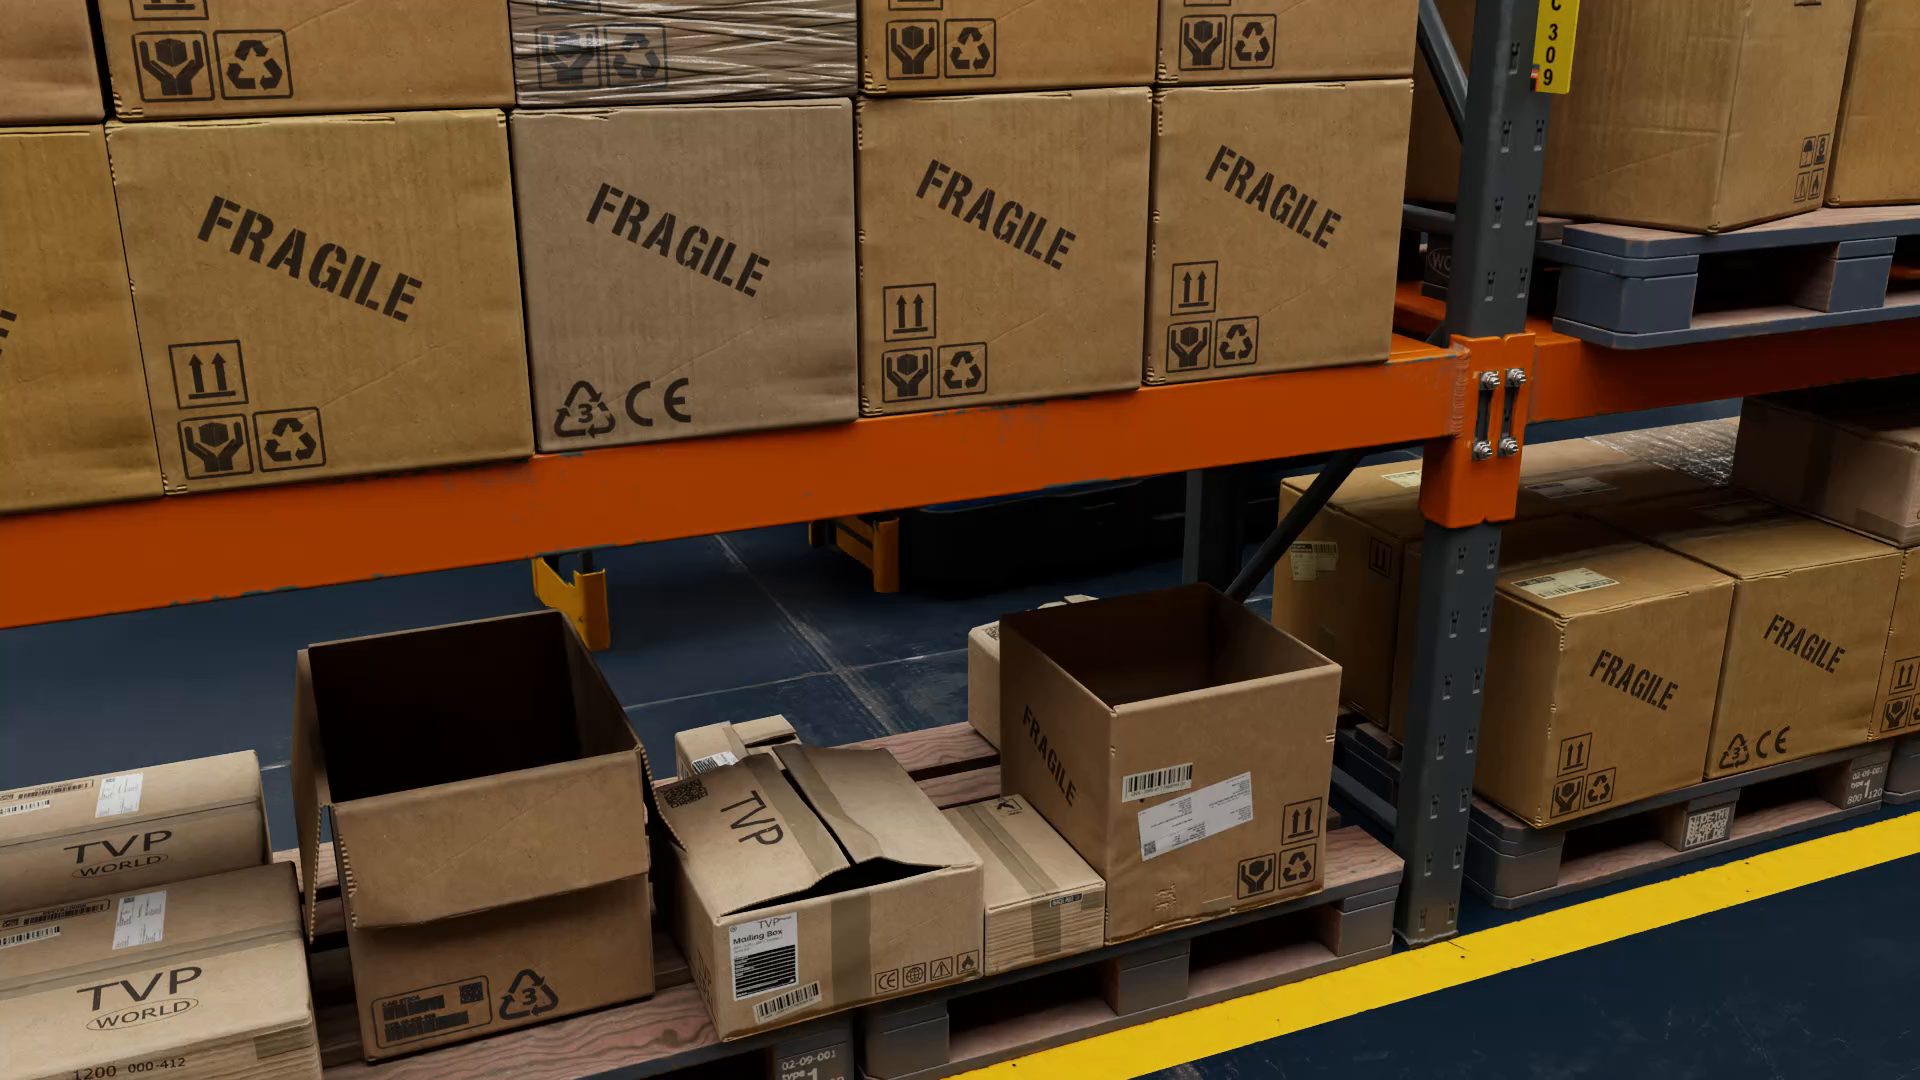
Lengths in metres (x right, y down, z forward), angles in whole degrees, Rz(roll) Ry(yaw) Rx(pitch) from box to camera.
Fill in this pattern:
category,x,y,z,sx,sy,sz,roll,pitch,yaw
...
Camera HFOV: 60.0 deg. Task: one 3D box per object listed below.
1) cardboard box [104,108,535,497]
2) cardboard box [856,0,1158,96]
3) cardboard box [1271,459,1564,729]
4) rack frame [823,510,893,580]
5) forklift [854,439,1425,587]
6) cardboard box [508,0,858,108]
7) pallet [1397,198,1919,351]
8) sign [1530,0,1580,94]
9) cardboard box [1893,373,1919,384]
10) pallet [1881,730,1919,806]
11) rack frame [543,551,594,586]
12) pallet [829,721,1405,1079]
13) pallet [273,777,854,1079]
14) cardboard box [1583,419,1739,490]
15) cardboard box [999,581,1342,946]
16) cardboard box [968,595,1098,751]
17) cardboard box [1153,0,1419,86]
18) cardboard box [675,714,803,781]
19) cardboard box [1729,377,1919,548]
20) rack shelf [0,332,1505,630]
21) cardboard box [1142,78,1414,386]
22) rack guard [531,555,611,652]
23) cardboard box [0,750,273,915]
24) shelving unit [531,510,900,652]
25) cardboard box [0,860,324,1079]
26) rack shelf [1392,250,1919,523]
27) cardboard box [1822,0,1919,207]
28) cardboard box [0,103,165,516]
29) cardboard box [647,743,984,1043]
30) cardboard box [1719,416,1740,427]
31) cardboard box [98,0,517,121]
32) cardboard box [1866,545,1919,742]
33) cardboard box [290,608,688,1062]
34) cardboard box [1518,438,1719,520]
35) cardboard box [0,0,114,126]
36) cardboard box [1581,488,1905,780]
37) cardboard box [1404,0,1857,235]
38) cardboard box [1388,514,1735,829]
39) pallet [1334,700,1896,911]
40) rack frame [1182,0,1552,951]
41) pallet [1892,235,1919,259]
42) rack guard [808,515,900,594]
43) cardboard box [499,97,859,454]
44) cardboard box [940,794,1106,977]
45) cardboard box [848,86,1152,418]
category,x,y,z,sx,sy,sz,roll,pitch,yaw
cardboard box,-0.951,-0.400,2.492,0.500,0.500,0.500,-8,21,-21
cardboard box,-0.014,-1.007,2.708,0.500,0.500,0.500,-9,21,-23
cardboard box,1.157,0.118,4.273,0.500,0.500,0.500,-8,21,-22
rack frame,-0.354,-0.620,5.524,0.032,1.500,0.500,-11,22,-27
forklift,0.967,-1.562,6.044,3.031,2.935,1.130,-11,22,-27
cardboard box,-0.477,-0.940,2.520,0.500,0.500,0.500,-8,21,-21
pallet,1.594,-0.683,3.734,1.213,0.211,1.003,-8,21,-22
sign,1.039,-0.945,2.887,0.005,0.325,0.100,-8,21,-22
cardboard box,2.736,-0.271,4.247,0.500,0.250,0.500,-9,21,-23
pallet,2.671,0.333,4.757,1.213,0.211,1.003,-8,21,-22
rack frame,-1.242,-0.455,5.056,0.032,1.500,0.500,-11,22,-27
pallet,0.186,0.704,3.705,1.213,0.211,1.003,-8,21,-22
pallet,-0.936,0.866,3.246,1.213,0.211,1.003,-8,21,-22
cardboard box,2.075,-0.011,4.637,0.500,0.500,0.500,-8,21,-21
cardboard box,0.406,0.431,3.381,0.500,0.500,0.500,-8,21,-22
cardboard box,0.346,0.348,3.902,0.500,0.311,0.500,-8,21,-22
cardboard box,0.455,-1.075,2.902,0.500,0.500,0.500,-8,21,-22
cardboard box,-0.444,0.533,3.594,0.250,0.166,0.380,-8,21,-22
cardboard box,2.276,-0.205,4.059,0.500,0.250,0.500,-8,21,-22
rack shelf,-1.019,-0.099,2.870,4.000,0.370,1.077,-8,21,-22
cardboard box,0.460,-0.605,3.072,0.500,0.500,0.500,-8,21,-21
rack guard,-1.241,0.134,5.264,0.087,0.250,0.587,-11,22,-27
cardboard box,-1.570,0.652,3.133,0.500,0.250,0.500,-8,21,-22
shelving unit,-0.806,-0.536,5.286,1.083,1.500,0.587,-11,22,-27
cardboard box,-1.326,0.798,2.718,0.500,0.250,0.500,-8,21,-22
rack shelf,2.653,-0.625,4.365,4.000,0.370,1.077,-8,21,-22
cardboard box,1.947,-1.051,3.707,0.500,0.500,0.700,-5,20,-13
cardboard box,-1.410,-0.335,2.307,0.500,0.500,0.500,-8,21,-22
cardboard box,-0.282,0.619,3.133,0.500,0.311,0.500,-8,21,-22
cardboard box,2.541,-0.078,4.829,0.500,0.500,0.500,-9,21,-24
cardboard box,-0.939,-0.875,2.333,0.500,0.500,0.500,-8,21,-22
cardboard box,2.305,0.144,4.199,0.500,0.500,0.500,-8,21,-21
cardboard box,-0.906,0.517,3.133,0.637,0.503,0.797,-8,21,-22
cardboard box,1.614,0.055,4.450,0.500,0.500,0.500,-8,21,-22
cardboard box,-1.406,-0.807,2.143,0.500,0.500,0.500,-8,21,-21
cardboard box,1.843,0.207,4.019,0.500,0.500,0.500,-8,21,-21
cardboard box,1.341,-0.941,3.395,0.500,0.500,0.700,-17,26,-40
cardboard box,1.358,0.281,3.810,0.500,0.500,0.500,-9,21,-24
pallet,1.549,0.495,4.298,1.213,0.211,1.003,-8,21,-22
rack frame,0.817,-0.702,3.498,0.127,3.000,1.000,-8,21,-22
pallet,2.706,-0.880,4.294,1.213,0.211,1.003,-8,21,-22
rack guard,-0.371,-0.027,5.722,0.087,0.250,0.587,-11,22,-27
cardboard box,-0.484,-0.468,2.685,0.500,0.500,0.500,-8,21,-21
cardboard box,0.086,0.665,3.248,0.250,0.149,0.380,-8,21,-22
cardboard box,-0.013,-0.536,2.879,0.500,0.500,0.500,-8,21,-20
